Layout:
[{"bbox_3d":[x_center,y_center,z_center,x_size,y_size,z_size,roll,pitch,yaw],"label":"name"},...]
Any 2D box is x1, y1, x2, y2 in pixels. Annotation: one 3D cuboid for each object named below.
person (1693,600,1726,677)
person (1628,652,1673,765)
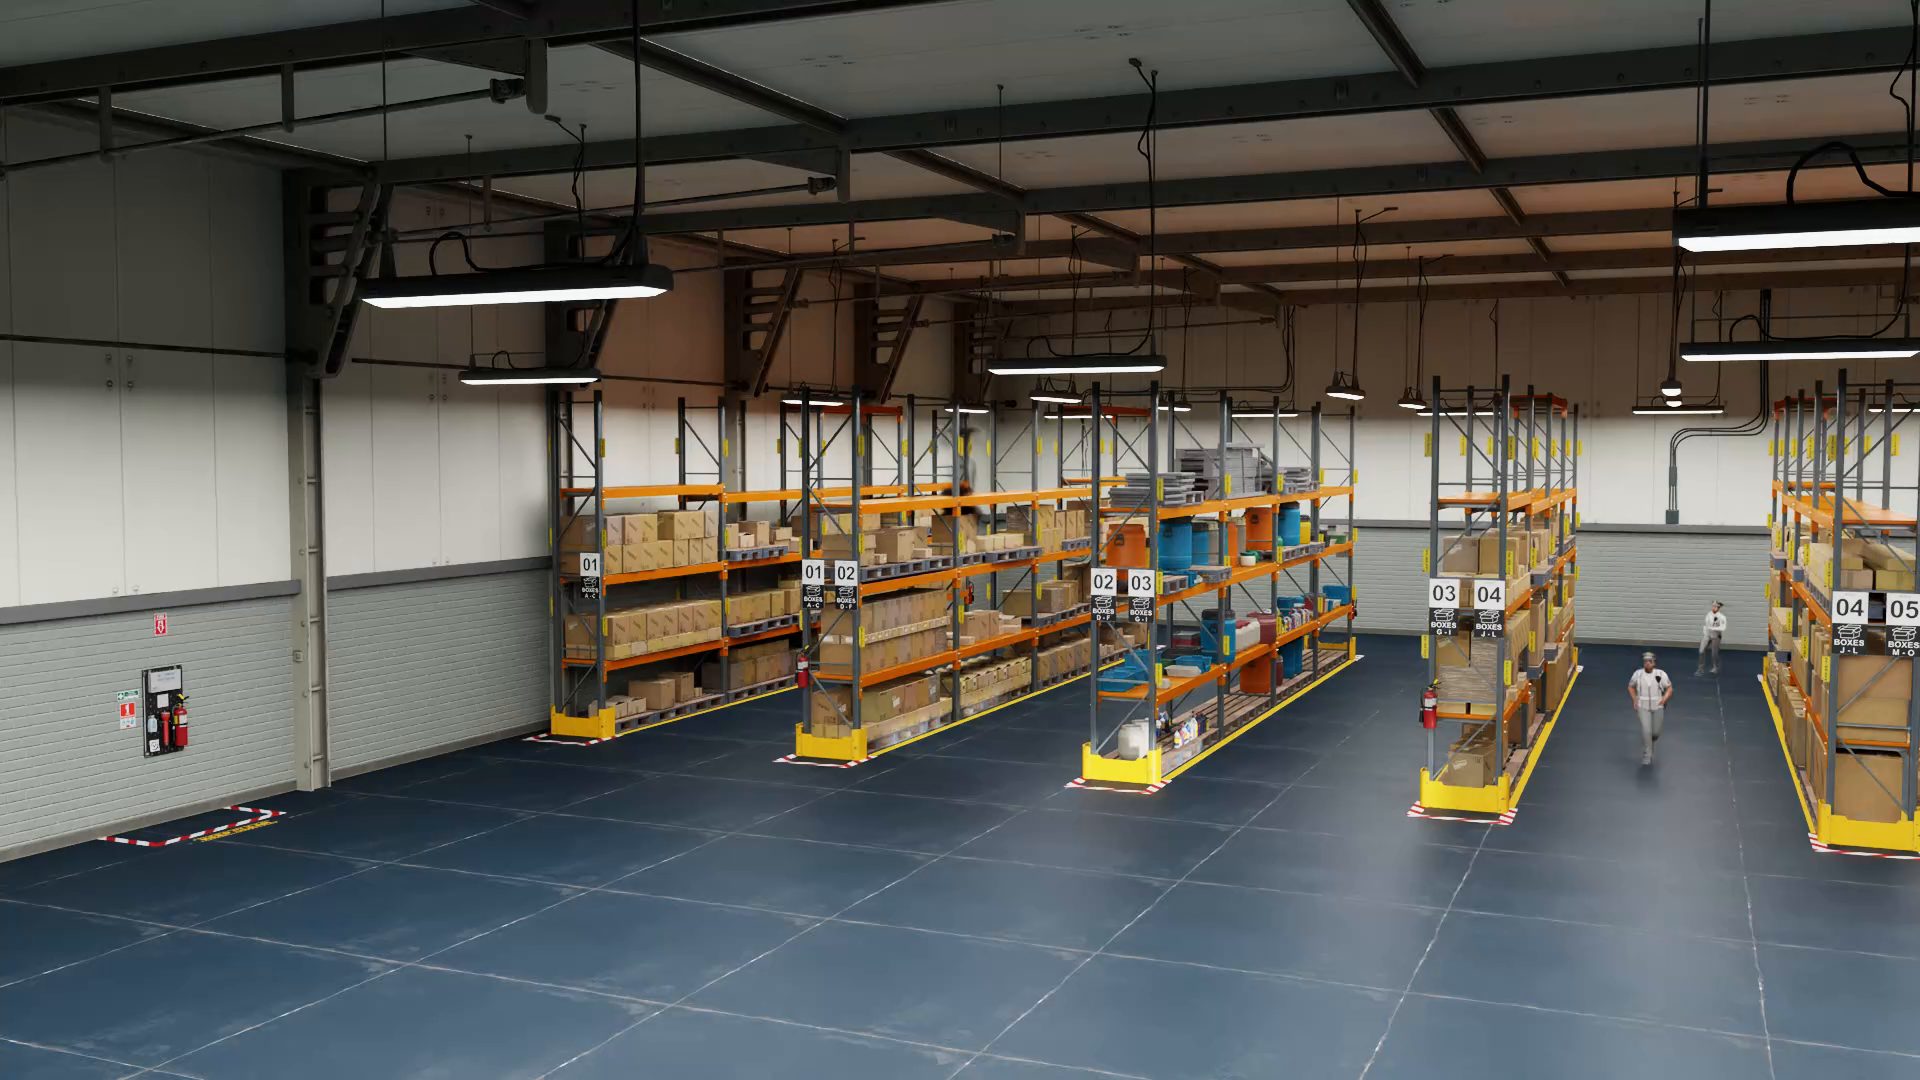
[{"bbox_3d":[16.561,2.166,36.434,0.752,1.727,0.611,-2,4,-33],"label":"person"},{"bbox_3d":[11.029,2.668,26.584,0.657,1.774,0.708,1,3,21],"label":"person"}]
